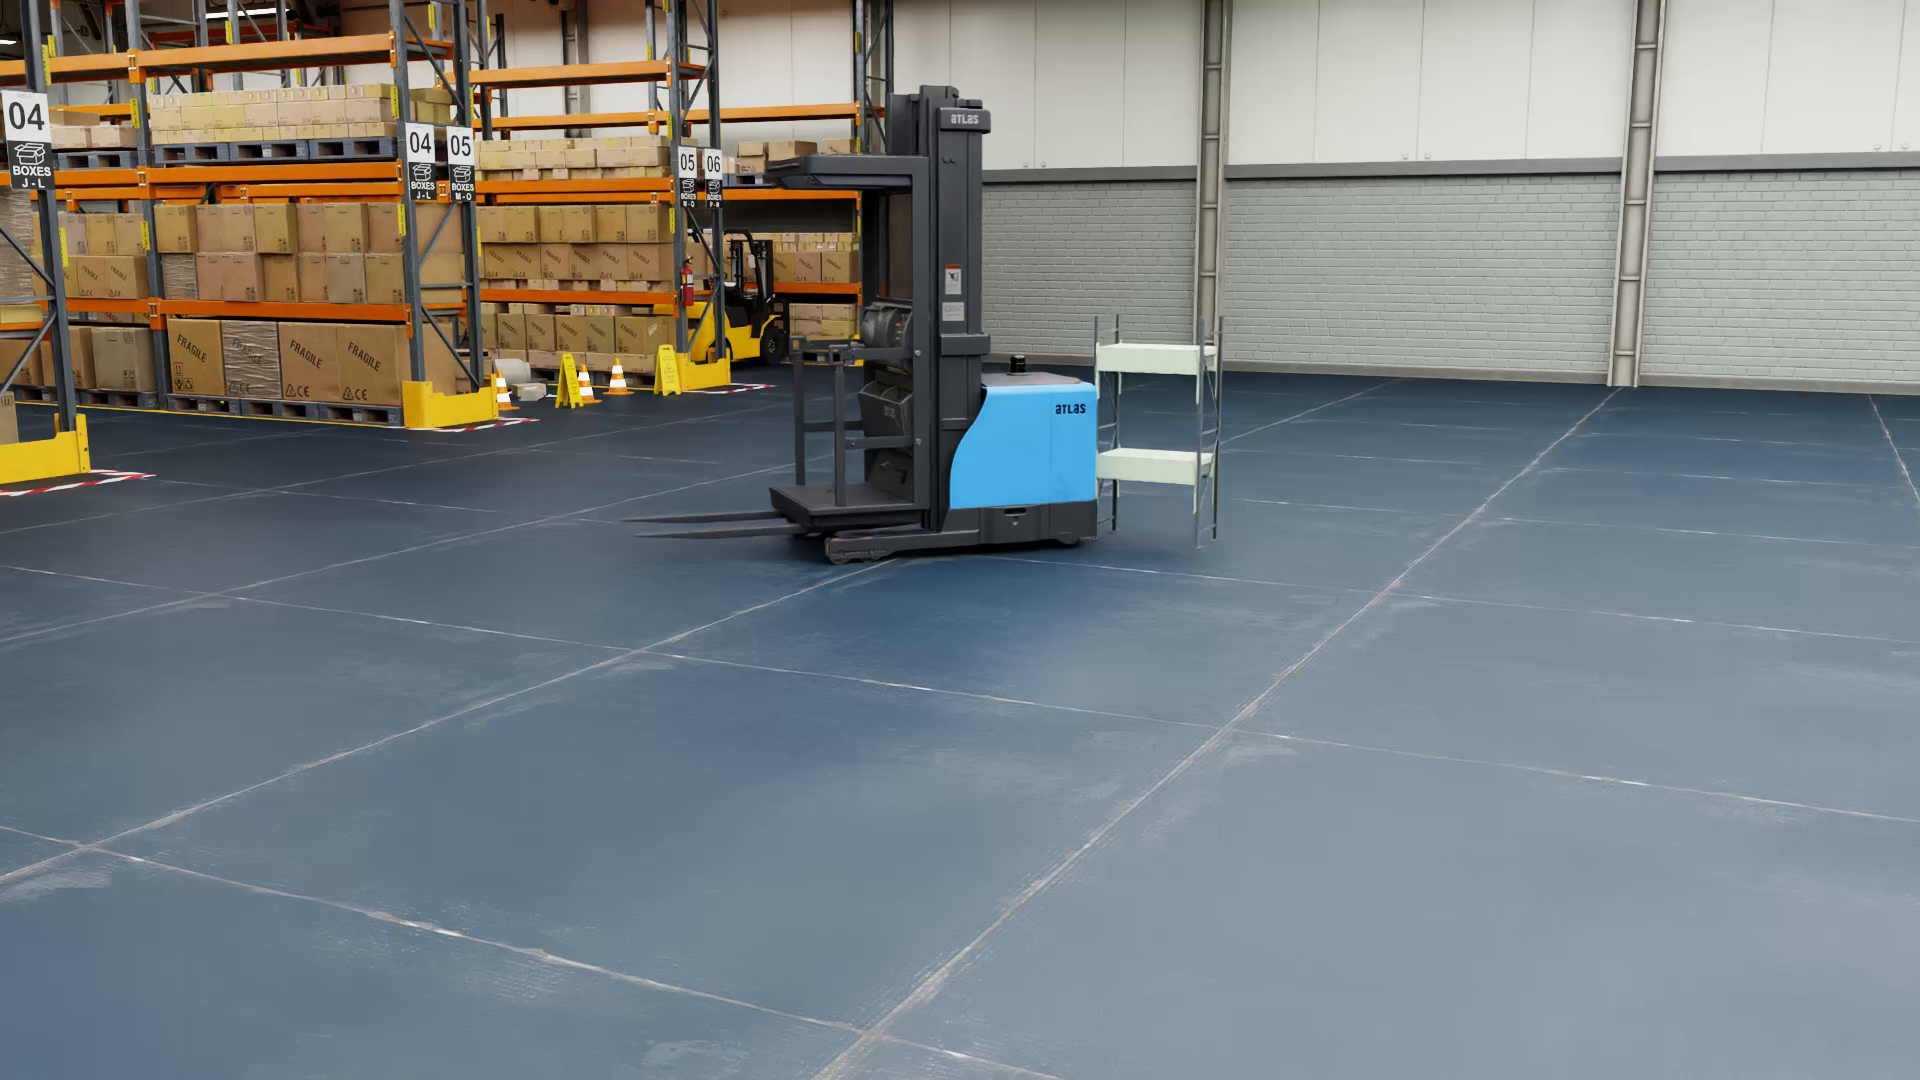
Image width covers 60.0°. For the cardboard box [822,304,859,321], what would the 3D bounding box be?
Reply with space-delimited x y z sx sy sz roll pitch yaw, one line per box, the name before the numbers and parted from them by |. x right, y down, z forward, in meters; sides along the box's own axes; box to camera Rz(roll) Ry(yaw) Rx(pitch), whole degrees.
cardboard box | -1.889 -3.697 26.967 0.500 0.250 0.500 5 12 28

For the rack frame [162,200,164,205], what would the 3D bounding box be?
rack frame | -15.687 -5.625 33.890 0.127 3.000 1.000 5 11 26

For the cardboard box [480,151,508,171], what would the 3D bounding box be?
cardboard box | -6.378 -5.318 23.353 0.500 0.250 0.500 5 11 25

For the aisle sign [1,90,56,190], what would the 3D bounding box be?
aisle sign | -7.728 -3.311 13.803 0.004 0.787 0.394 5 11 26

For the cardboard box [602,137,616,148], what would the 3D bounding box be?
cardboard box | -4.621 -5.368 22.509 0.250 0.149 0.380 5 11 26

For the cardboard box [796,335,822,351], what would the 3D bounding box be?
cardboard box | -2.341 -3.245 27.281 0.500 0.250 0.500 5 11 26

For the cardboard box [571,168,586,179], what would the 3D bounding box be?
cardboard box | -5.111 -5.013 22.787 0.250 0.149 0.380 5 11 24

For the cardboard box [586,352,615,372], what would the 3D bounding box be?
cardboard box | -4.836 -2.488 23.096 0.500 0.250 0.500 5 11 26

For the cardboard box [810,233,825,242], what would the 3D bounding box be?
cardboard box | -2.234 -4.905 26.970 0.250 0.149 0.380 5 12 27

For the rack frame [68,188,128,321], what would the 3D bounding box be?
rack frame | -14.293 -4.517 27.766 0.127 3.000 1.000 5 11 26

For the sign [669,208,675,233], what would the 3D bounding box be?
sign | -3.795 -4.210 21.929 0.005 0.325 0.100 5 11 26

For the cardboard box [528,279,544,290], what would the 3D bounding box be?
cardboard box | -5.835 -3.585 23.320 0.250 0.149 0.380 5 11 26

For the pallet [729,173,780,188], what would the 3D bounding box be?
pallet | -3.059 -5.953 27.525 1.213 0.211 1.003 5 11 26

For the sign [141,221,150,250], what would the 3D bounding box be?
sign | -9.449 -3.532 19.292 0.005 0.325 0.100 5 11 26

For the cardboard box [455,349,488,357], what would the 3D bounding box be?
cardboard box | -6.760 -2.356 22.838 0.500 0.500 0.500 -4 11 -23

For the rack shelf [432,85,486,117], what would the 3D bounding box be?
rack shelf | -8.912 -6.446 24.719 4.000 0.370 1.077 5 11 26

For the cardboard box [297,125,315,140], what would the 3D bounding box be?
cardboard box | -6.992 -4.434 18.127 0.250 0.149 0.380 5 11 25

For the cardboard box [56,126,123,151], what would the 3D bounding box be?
cardboard box | -10.423 -4.808 19.914 0.500 0.250 0.500 5 11 25

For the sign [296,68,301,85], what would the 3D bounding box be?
sign | -12.356 -8.676 31.053 0.005 0.325 0.100 5 11 26

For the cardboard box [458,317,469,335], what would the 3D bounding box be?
cardboard box | -8.987 -3.971 30.586 0.500 0.500 0.500 5 12 27

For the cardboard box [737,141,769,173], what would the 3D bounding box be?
cardboard box | -3.225 -6.292 27.401 0.637 0.503 0.797 5 12 28

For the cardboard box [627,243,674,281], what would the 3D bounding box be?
cardboard box | -4.140 -3.766 22.499 0.500 0.500 0.500 5 11 25

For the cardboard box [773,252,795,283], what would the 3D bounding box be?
cardboard box | -2.817 -4.493 27.354 0.500 0.500 0.500 5 11 25

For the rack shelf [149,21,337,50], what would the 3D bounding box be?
rack shelf | -13.893 -9.701 32.253 4.000 0.370 1.077 5 11 26

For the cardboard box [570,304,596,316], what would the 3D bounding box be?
cardboard box | -5.184 -3.194 23.072 0.250 0.149 0.380 6 12 28

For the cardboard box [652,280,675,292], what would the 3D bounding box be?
cardboard box | -3.961 -3.443 22.538 0.250 0.149 0.380 5 12 28

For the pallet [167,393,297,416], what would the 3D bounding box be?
pallet | -8.571 -1.644 19.719 1.213 0.211 1.003 5 11 26

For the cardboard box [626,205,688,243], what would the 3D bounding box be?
cardboard box | -4.086 -4.264 22.447 0.500 0.500 0.700 5 11 24

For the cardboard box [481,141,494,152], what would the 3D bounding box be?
cardboard box | -6.501 -5.516 23.332 0.250 0.149 0.380 5 11 24

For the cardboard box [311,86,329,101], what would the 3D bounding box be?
cardboard box | -6.769 -4.806 17.947 0.250 0.149 0.380 5 12 27

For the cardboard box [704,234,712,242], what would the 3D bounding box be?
cardboard box | -4.078 -5.060 27.831 0.250 0.149 0.380 5 12 27

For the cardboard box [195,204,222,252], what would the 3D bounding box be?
cardboard box | -8.358 -3.634 19.434 0.550 0.550 0.875 5 11 26

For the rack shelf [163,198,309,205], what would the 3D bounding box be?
rack shelf | -13.893 -6.590 32.816 4.000 0.370 1.077 5 11 26

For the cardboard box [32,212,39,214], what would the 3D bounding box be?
cardboard box | -15.352 -5.427 27.886 0.250 0.149 0.380 5 11 25

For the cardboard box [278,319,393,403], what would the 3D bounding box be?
cardboard box | -7.058 -2.046 18.899 0.875 0.875 0.875 5 11 25

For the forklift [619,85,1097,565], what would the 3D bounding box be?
forklift | -0.664 -1.394 10.704 3.031 2.935 1.130 -4 11 -20

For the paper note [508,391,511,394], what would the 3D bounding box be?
paper note | -5.955 -1.952 21.964 0.148 0.019 0.142 -10 14 -43

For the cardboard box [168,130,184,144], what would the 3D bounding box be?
cardboard box | -8.809 -4.593 19.010 0.250 0.149 0.380 5 11 26

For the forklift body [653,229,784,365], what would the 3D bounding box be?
forklift body | -3.846 -3.805 26.215 1.214 2.155 2.313 5 11 26

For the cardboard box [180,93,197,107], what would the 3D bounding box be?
cardboard box | -8.586 -4.966 18.830 0.250 0.149 0.380 5 11 25

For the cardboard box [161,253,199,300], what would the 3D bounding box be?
cardboard box | -8.882 -3.135 19.707 0.550 0.550 0.875 5 11 26

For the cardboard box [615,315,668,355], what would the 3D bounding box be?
cardboard box | -4.365 -2.816 22.801 0.500 0.500 0.500 5 11 26

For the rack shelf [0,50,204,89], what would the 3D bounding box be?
rack shelf | -11.012 -5.647 20.307 4.000 0.370 1.077 5 11 26

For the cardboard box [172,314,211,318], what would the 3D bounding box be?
cardboard box | -12.086 -3.502 26.943 0.875 0.875 0.875 5 11 27

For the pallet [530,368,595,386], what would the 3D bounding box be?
pallet | -5.402 -2.371 23.740 1.213 0.211 1.003 5 11 26

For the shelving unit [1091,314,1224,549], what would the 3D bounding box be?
shelving unit | 1.313 -0.738 11.099 0.755 1.500 0.431 5 12 27

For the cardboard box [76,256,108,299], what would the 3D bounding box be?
cardboard box | -10.257 -3.176 20.073 0.500 0.500 0.500 5 11 25

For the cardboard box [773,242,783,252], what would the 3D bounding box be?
cardboard box | -2.934 -4.813 27.297 0.250 0.149 0.380 5 11 26

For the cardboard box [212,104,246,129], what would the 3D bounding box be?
cardboard box | -7.998 -4.730 18.647 0.500 0.250 0.500 5 11 25
